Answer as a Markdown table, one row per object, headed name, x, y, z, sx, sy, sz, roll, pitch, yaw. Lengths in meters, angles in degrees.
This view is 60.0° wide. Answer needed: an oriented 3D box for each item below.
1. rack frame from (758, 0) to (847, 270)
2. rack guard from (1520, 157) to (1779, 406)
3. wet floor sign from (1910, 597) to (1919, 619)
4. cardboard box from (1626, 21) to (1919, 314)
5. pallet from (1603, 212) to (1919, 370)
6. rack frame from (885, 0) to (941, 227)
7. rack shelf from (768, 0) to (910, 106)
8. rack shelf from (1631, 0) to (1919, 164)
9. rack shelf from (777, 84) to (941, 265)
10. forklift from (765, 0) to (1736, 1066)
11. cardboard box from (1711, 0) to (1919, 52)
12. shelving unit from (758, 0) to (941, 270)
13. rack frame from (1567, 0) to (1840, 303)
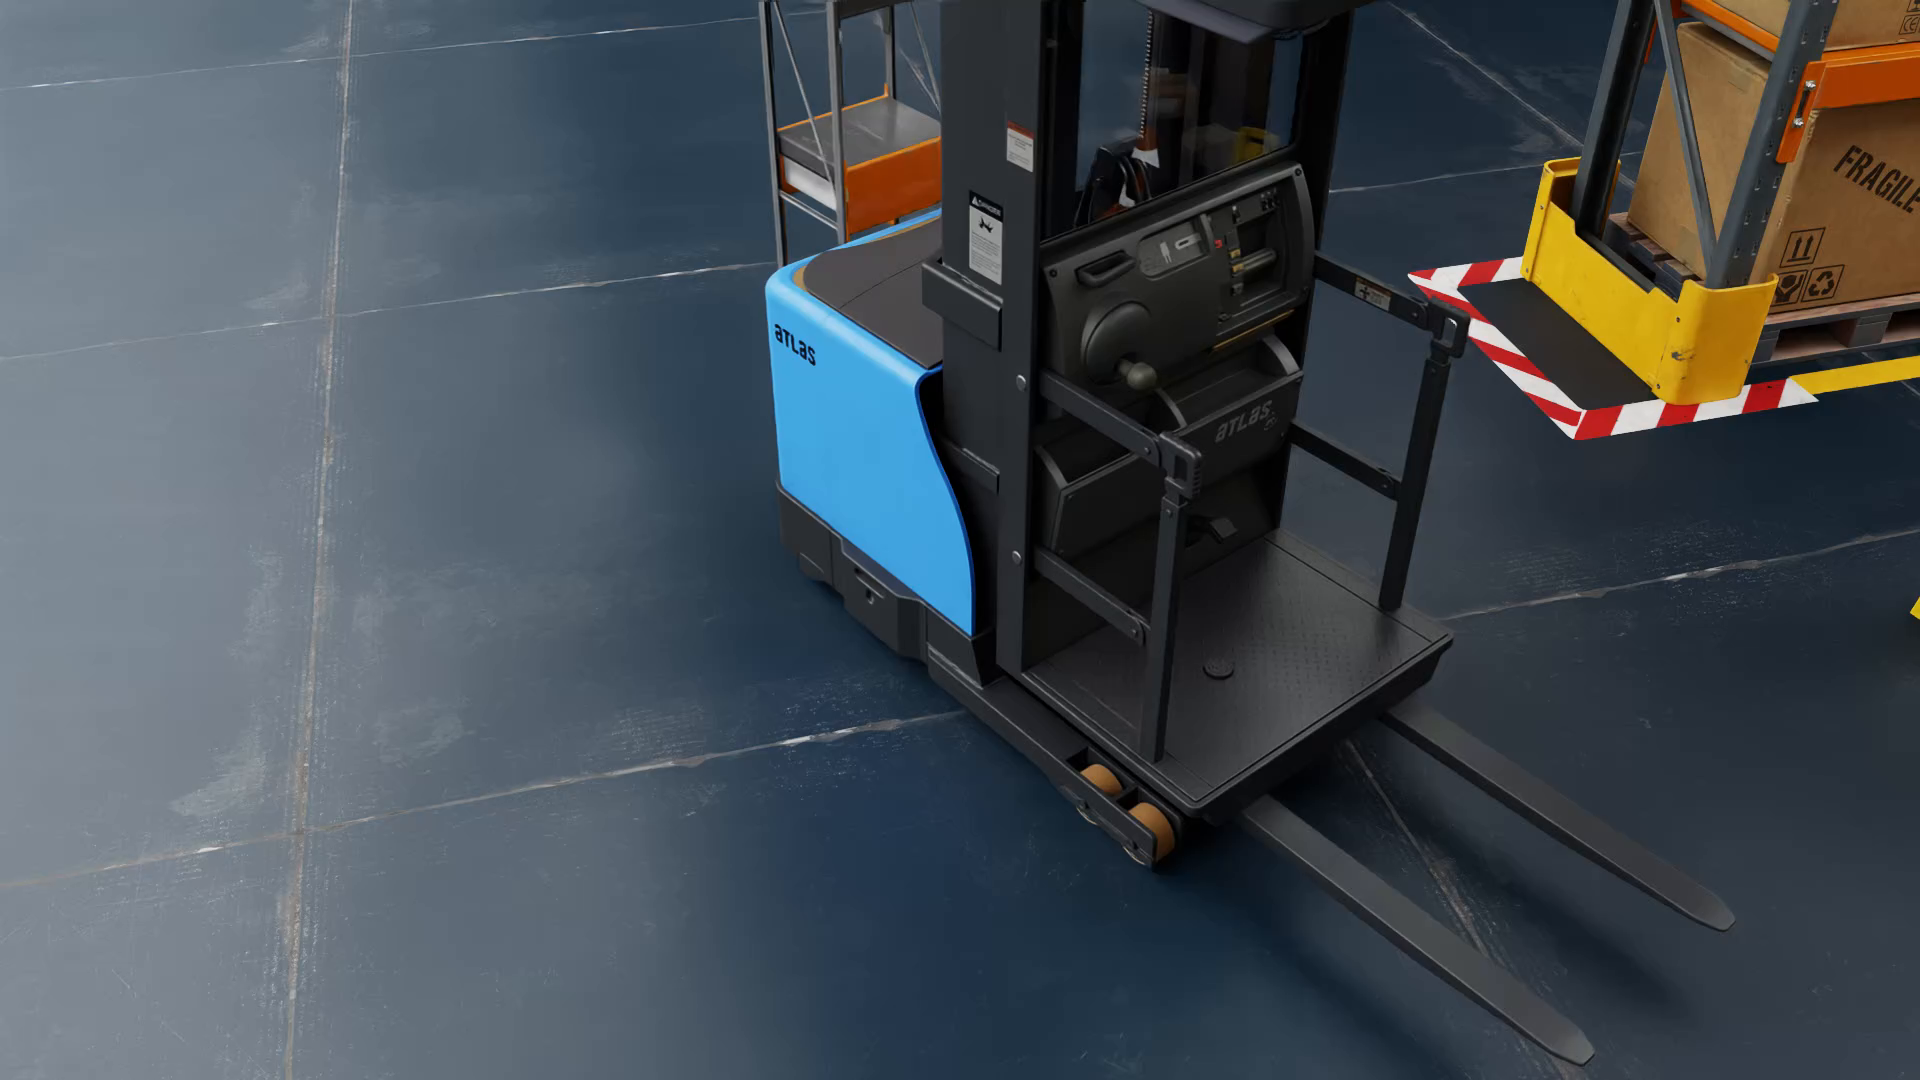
| name | x | y | z | sx | sy | sz | roll | pitch | yaw |
| --- | --- | --- | --- | --- | --- | --- | --- | --- | --- |
| rack frame | -0.492 | -1.071 | 5.422 | 0.015 | 2.100 | 0.400 | -27 | 45 | -30 |
| rack guard | 2.755 | -1.078 | 6.747 | 0.348 | 0.500 | 1.175 | -9 | 38 | -12 |
| wet floor sign | 3.266 | 0.027 | 5.184 | 0.232 | 0.644 | 0.267 | -16 | 40 | -20 |
| cardboard box | 3.416 | -1.543 | 6.702 | 0.875 | 0.875 | 0.875 | -9 | 38 | -12 |
| pallet | 3.530 | -1.139 | 7.066 | 1.213 | 0.211 | 1.003 | -9 | 38 | -12 |
| rack frame | -0.116 | -1.260 | 5.669 | 0.015 | 2.100 | 0.400 | -27 | 45 | -30 |
| rack shelf | -0.304 | -1.710 | 5.128 | 0.480 | 0.518 | 0.431 | -27 | 45 | -30 |
| rack shelf | 4.709 | -2.105 | 6.625 | 4.000 | 0.370 | 1.077 | -9 | 38 | -12 |
| rack shelf | -0.304 | -1.154 | 5.553 | 0.480 | 0.518 | 0.431 | -27 | 45 | -30 |
| forklift | 0.716 | -0.620 | 4.148 | 1.130 | 2.935 | 3.031 | -27 | 45 | -30 |
| cardboard box | 3.125 | -2.219 | 6.059 | 0.550 | 0.550 | 0.875 | -9 | 38 | -12 |
| shelving unit | -0.304 | -1.165 | 5.545 | 0.503 | 2.100 | 0.431 | -27 | 45 | -30 |
| rack frame | 2.778 | -2.074 | 5.993 | 0.127 | 3.000 | 1.000 | -9 | 38 | -12 |
